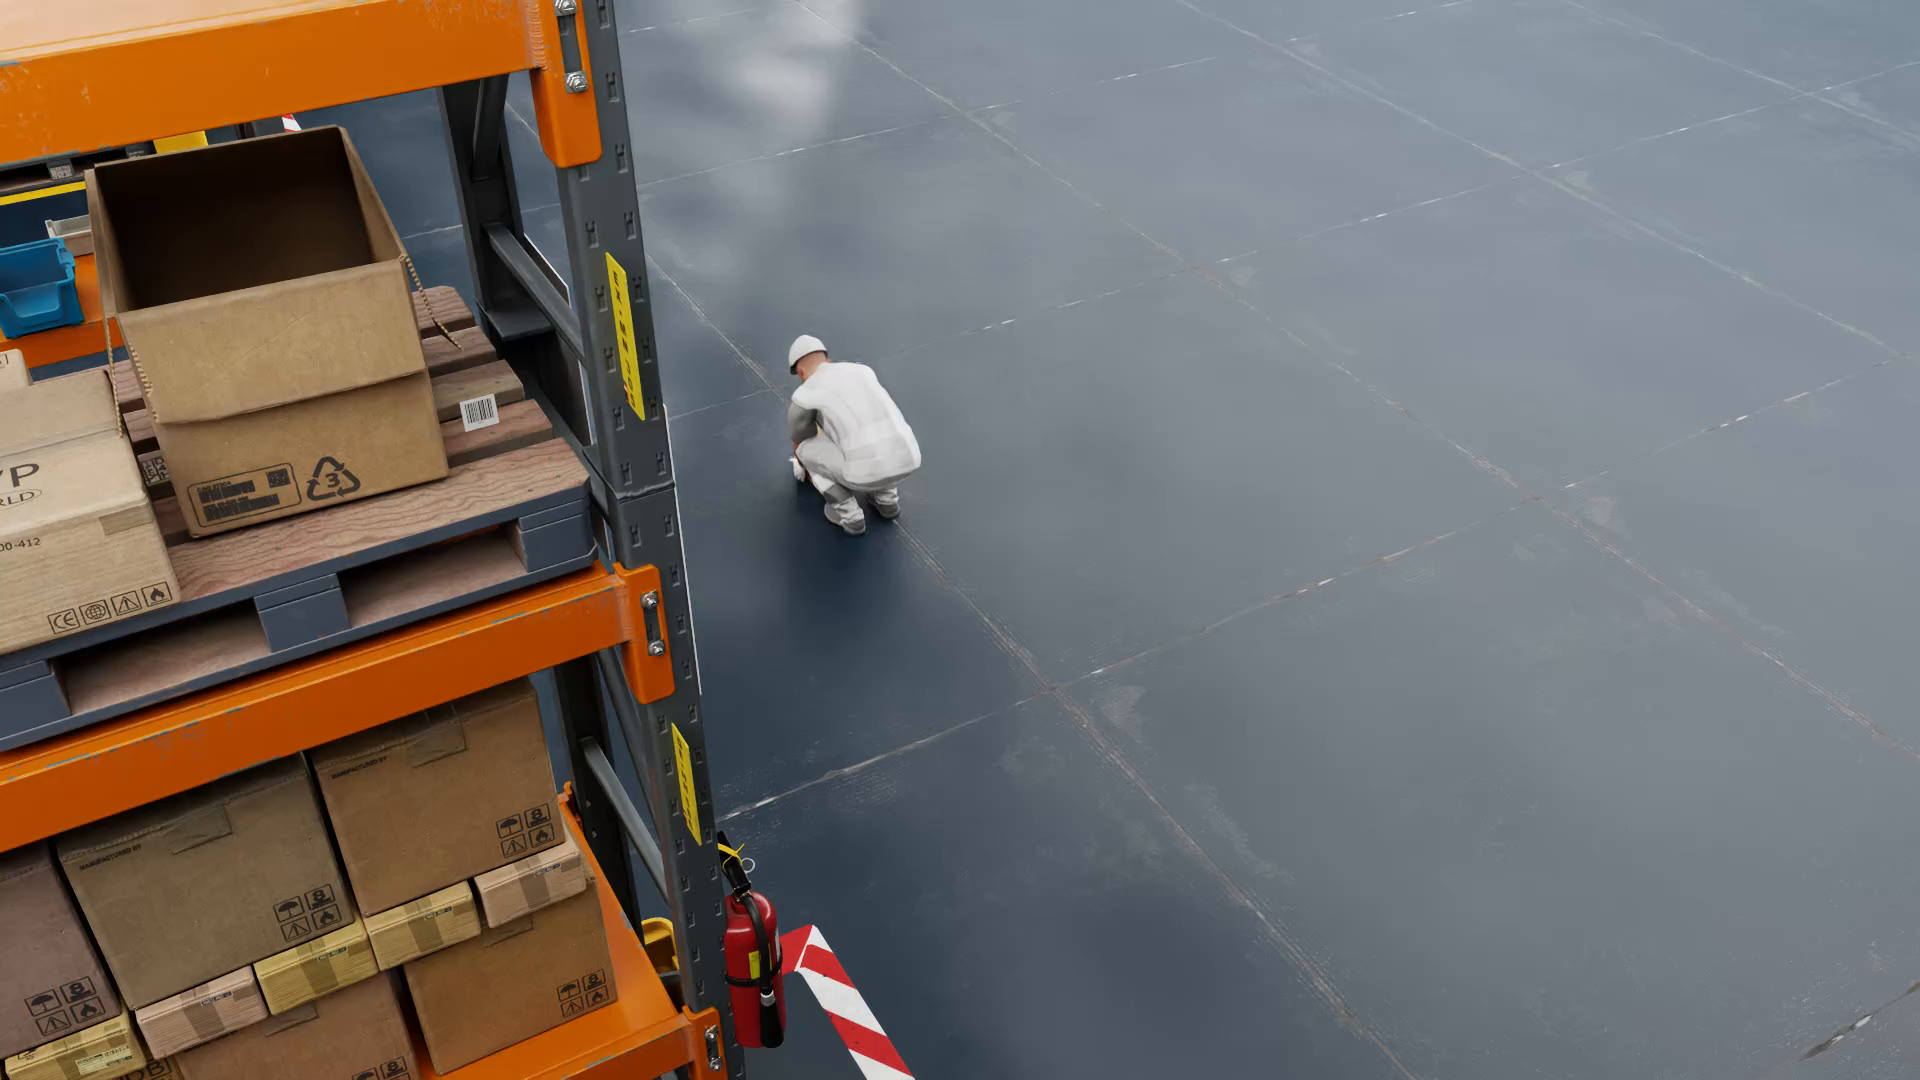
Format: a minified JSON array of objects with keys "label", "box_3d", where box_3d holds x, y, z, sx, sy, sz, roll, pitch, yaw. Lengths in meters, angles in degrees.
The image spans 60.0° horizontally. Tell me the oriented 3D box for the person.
[{"label":"person","box_3d":[-0.566,-0.510,8.453,0.547,0.877,0.901,-19,41,-24]}]
